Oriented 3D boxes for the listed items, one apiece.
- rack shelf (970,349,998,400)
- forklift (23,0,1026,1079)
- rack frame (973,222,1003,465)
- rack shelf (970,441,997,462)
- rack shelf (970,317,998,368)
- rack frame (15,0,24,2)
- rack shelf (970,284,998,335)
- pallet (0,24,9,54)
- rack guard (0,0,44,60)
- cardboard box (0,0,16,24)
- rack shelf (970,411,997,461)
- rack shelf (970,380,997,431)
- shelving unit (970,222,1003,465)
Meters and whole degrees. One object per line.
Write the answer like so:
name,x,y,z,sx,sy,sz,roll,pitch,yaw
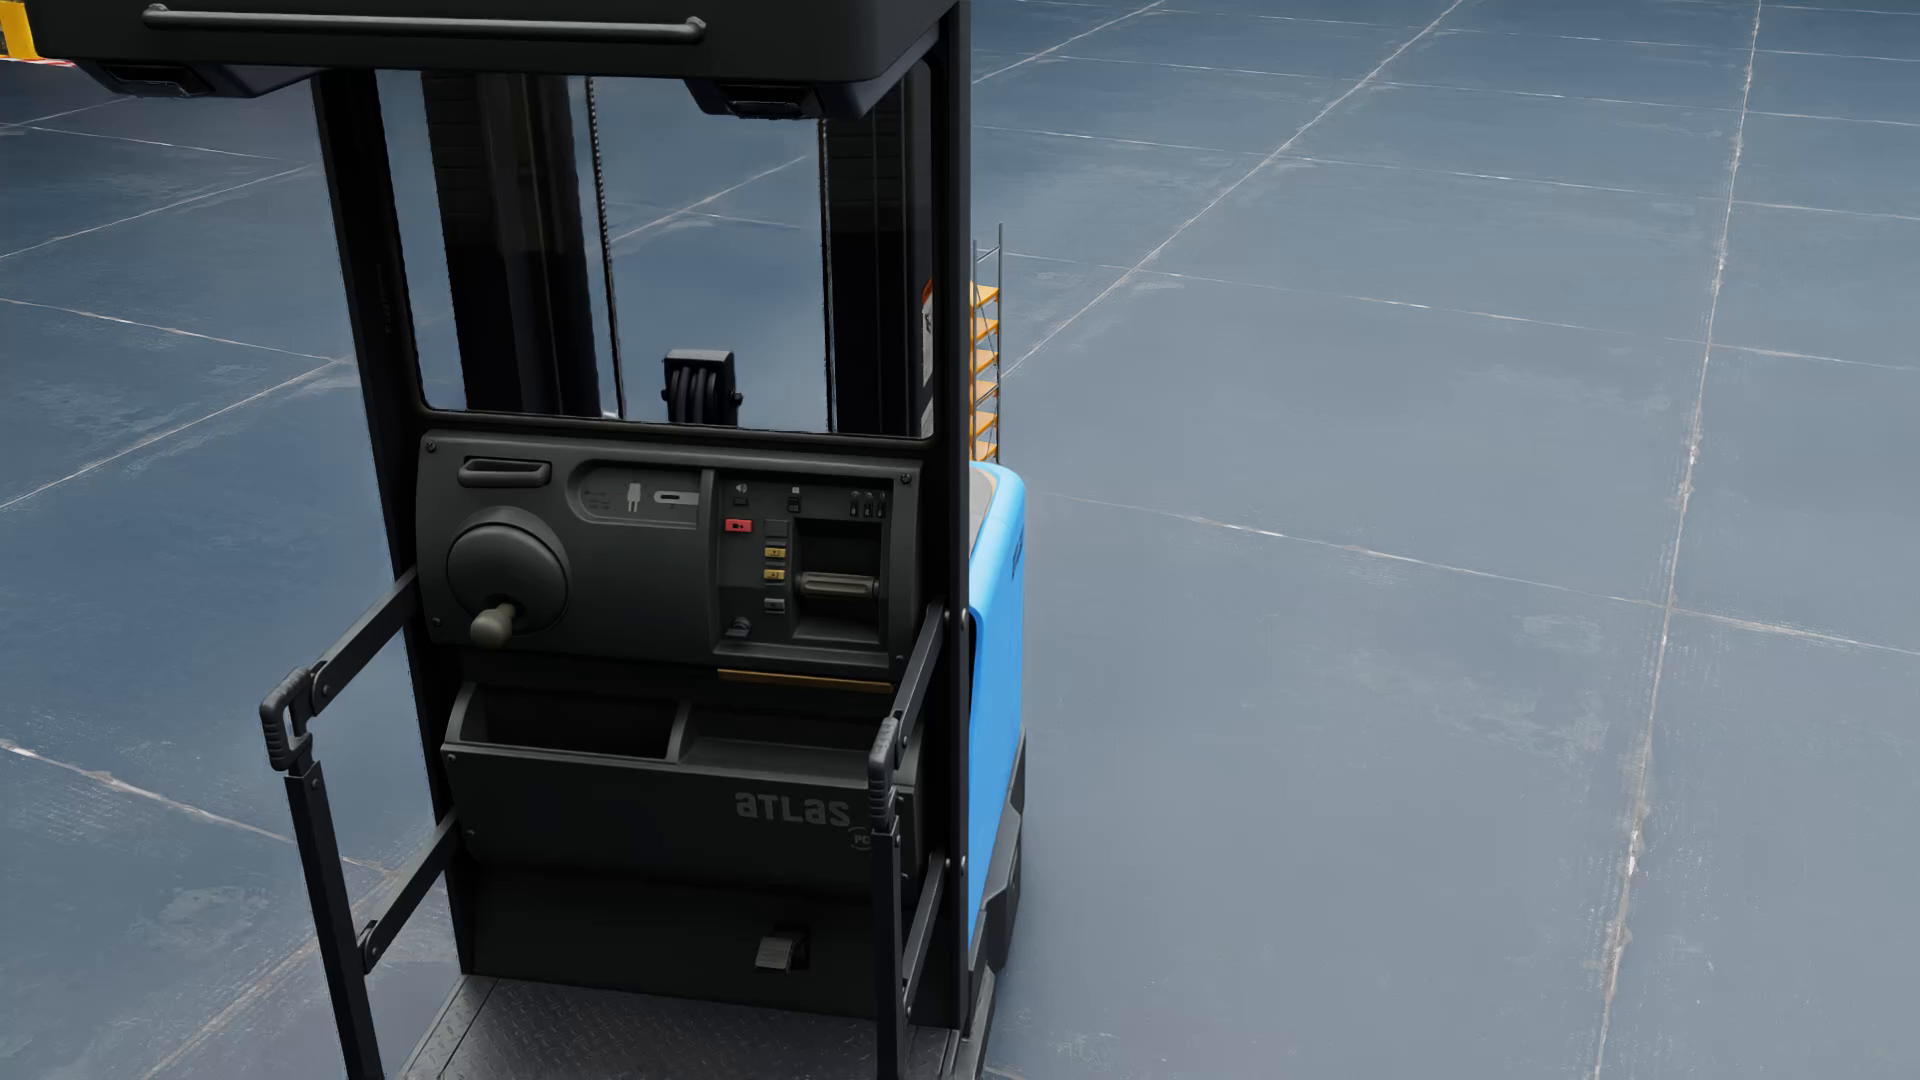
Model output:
rack shelf,0.013,-0.603,5.946,0.180,0.103,0.258,11,28,22
forklift,-0.565,0.060,2.810,1.130,2.935,3.031,4,27,8
rack frame,0.096,-0.519,5.946,0.006,1.200,0.240,11,28,22
rack shelf,0.013,-0.280,6.105,0.180,0.103,0.258,11,28,22
rack shelf,0.013,-0.711,5.893,0.180,0.103,0.258,11,28,22
rack frame,-8.263,-5.953,14.946,0.127,3.000,1.000,11,28,22
rack shelf,0.013,-0.819,5.840,0.180,0.103,0.258,11,28,22
pallet,-9.057,-4.879,15.921,1.213,0.211,1.003,11,28,22
rack guard,-8.332,-4.846,15.527,0.348,0.500,1.175,11,28,22
cardboard box,-8.825,-5.141,15.651,0.500,0.500,0.500,17,31,31
rack shelf,0.013,-0.388,6.052,0.180,0.103,0.258,11,28,22
rack shelf,0.013,-0.496,5.999,0.180,0.103,0.258,11,28,22
shelving unit,0.013,-0.536,5.980,0.189,1.200,0.258,11,28,22
